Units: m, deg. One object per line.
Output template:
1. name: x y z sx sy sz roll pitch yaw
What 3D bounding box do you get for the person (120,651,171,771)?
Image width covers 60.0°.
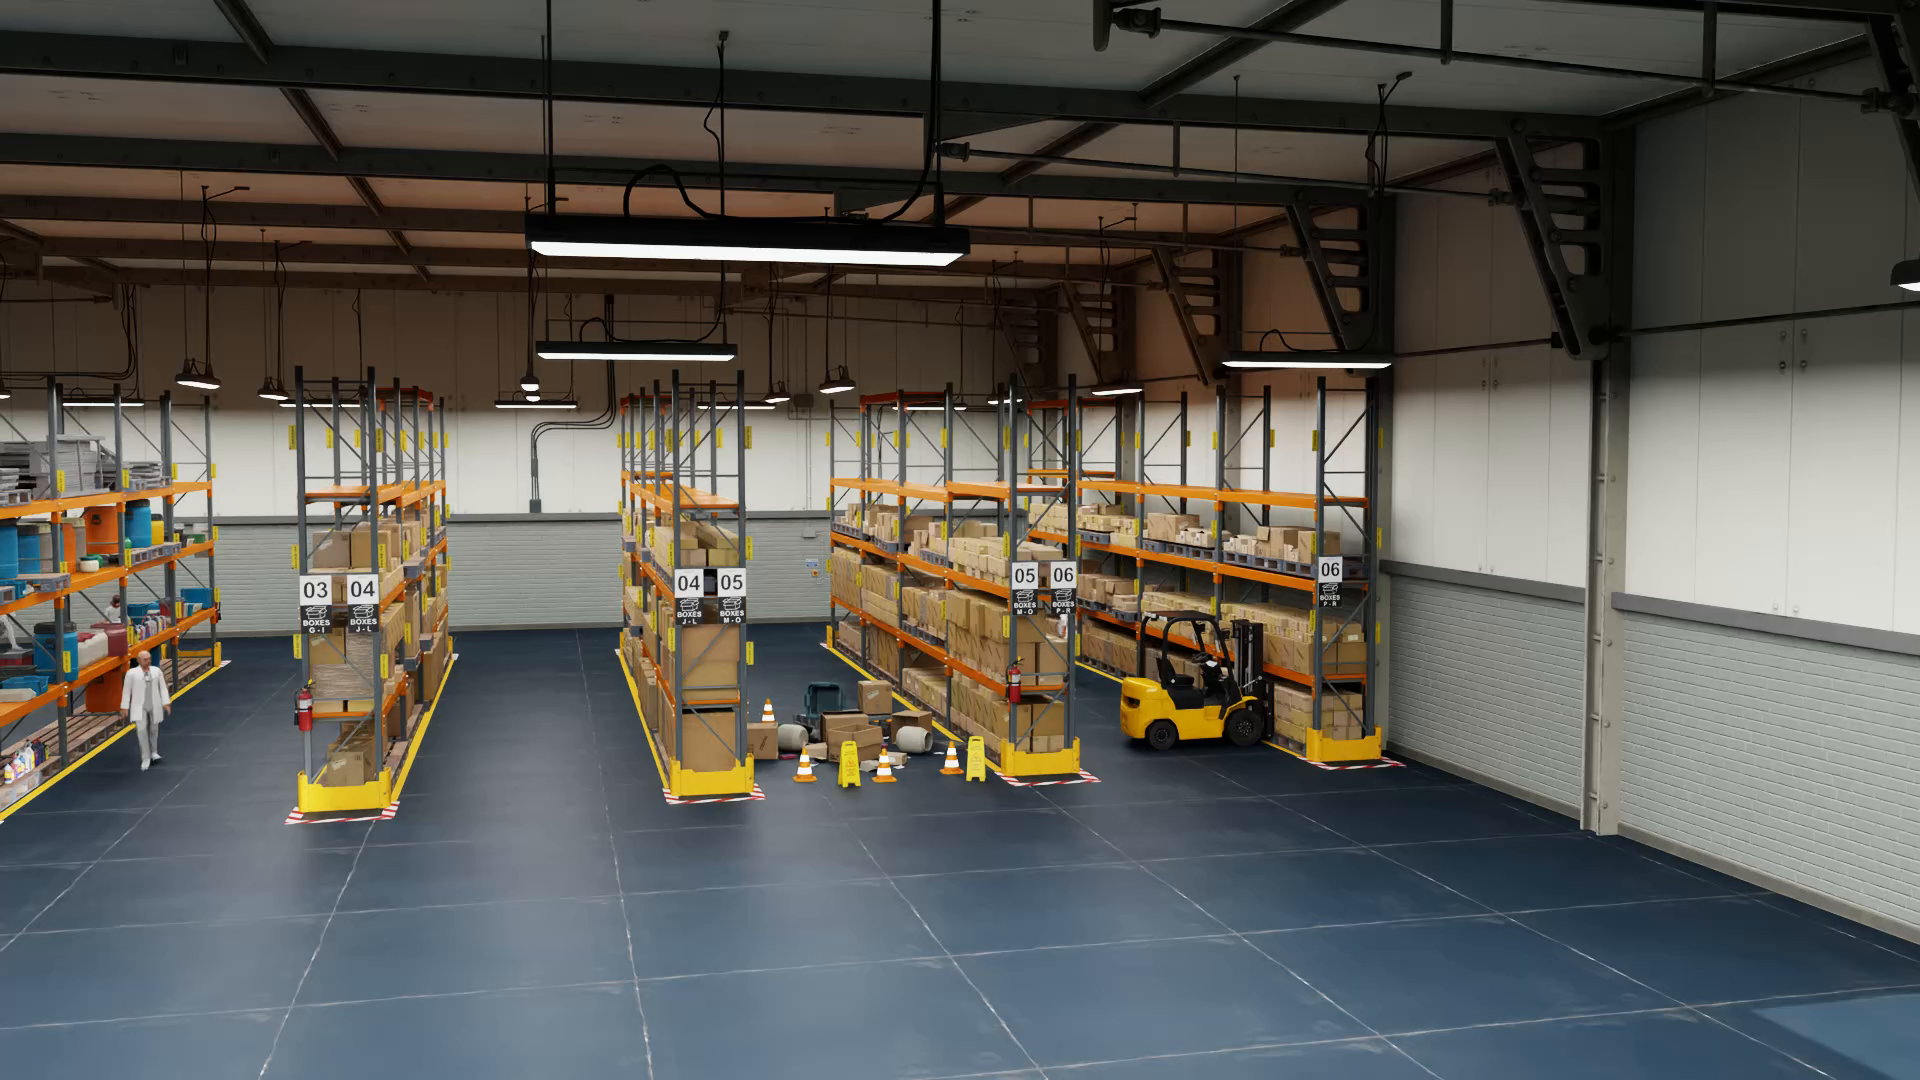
1. person: -12.525 2.593 25.604 0.699 1.768 0.962 -2 4 -35

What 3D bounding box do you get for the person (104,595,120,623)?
1. person: -18.493 2.013 36.358 0.510 1.638 0.718 -2 4 -26

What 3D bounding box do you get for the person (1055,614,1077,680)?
1. person: 2.244 2.098 34.772 0.444 1.663 0.536 3 4 39

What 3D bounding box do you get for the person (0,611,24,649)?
1. person: -22.794 1.823 39.673 1.073 1.616 0.477 0 3 5
